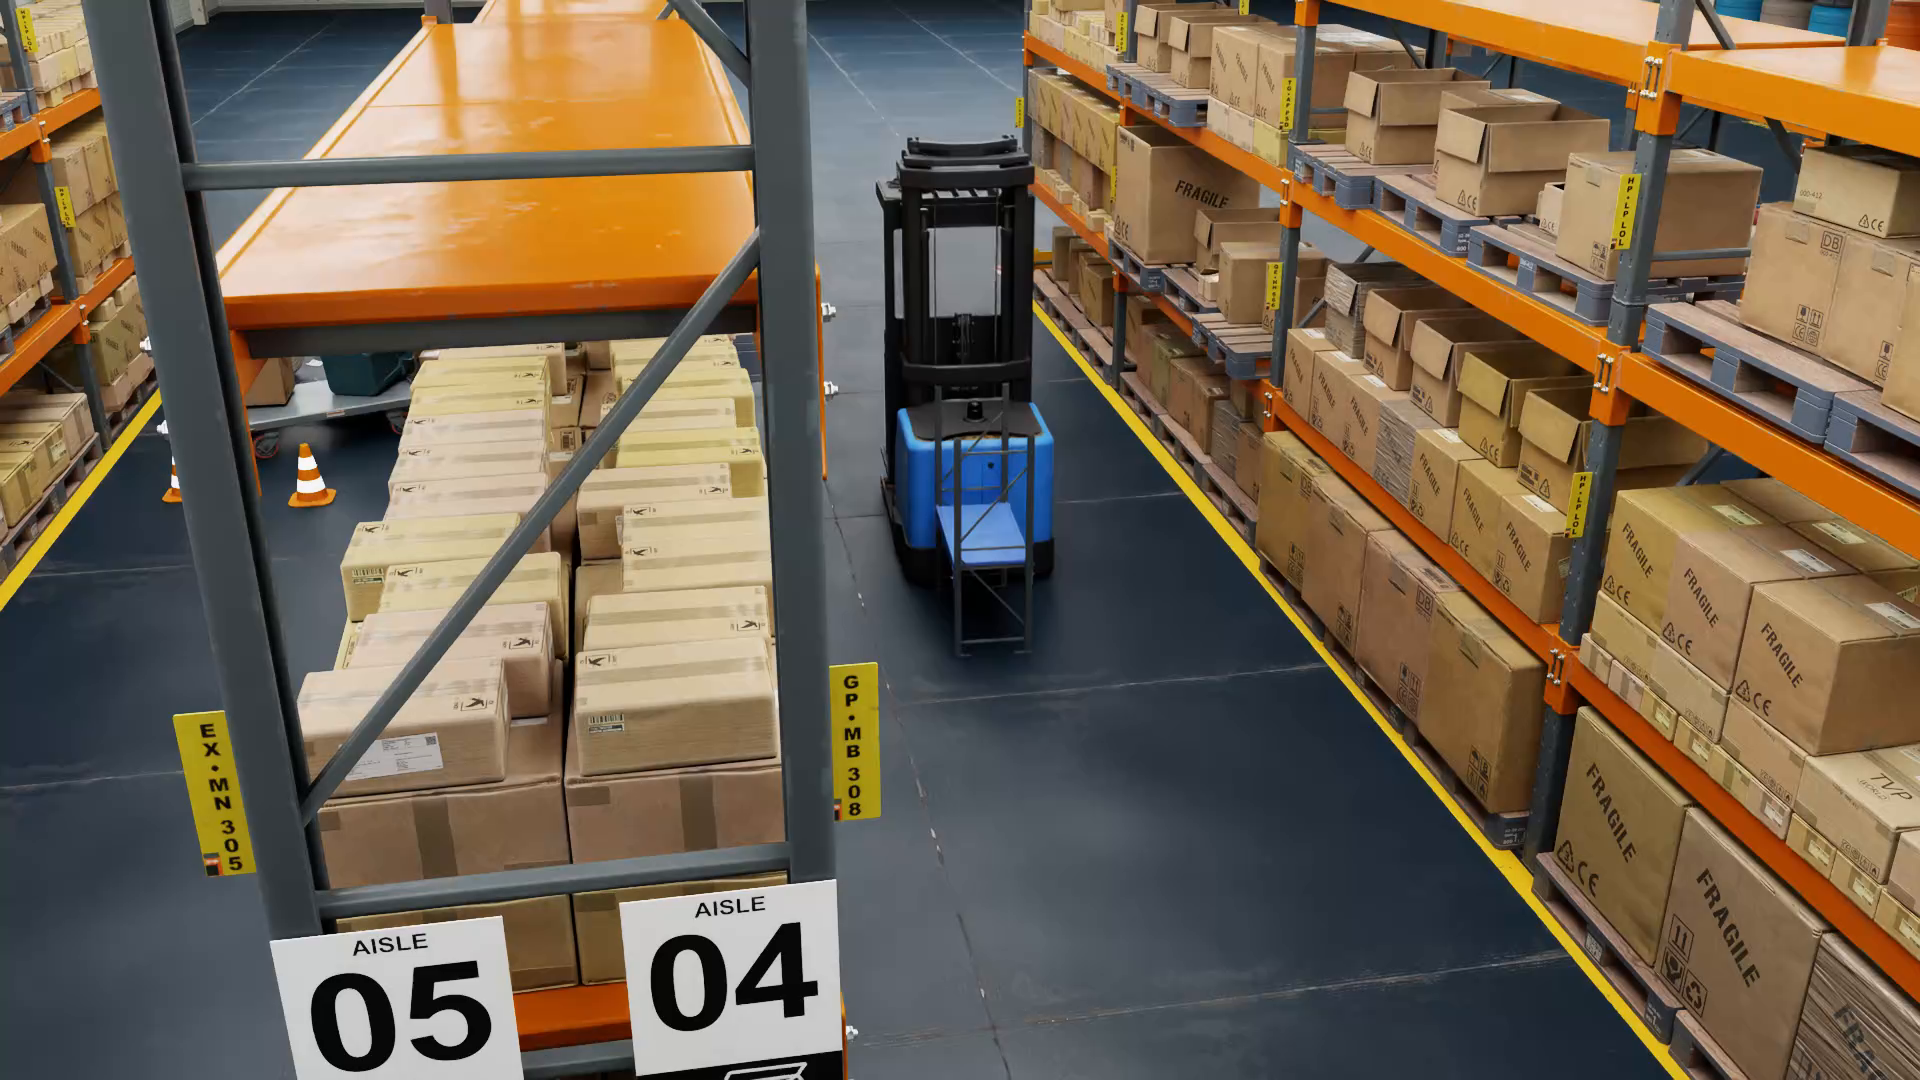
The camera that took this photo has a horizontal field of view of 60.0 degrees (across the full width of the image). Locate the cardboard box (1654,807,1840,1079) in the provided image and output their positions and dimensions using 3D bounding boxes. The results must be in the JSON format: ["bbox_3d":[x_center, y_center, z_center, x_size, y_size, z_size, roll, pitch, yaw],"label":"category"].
[{"bbox_3d":[3.632,1.689,7.008,0.875,0.875,0.875,-4,24,-10],"label":"cardboard box"}]

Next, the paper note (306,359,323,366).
[{"bbox_3d":[-6.395,-1.763,16.505,0.148,0.019,0.142,4,24,9],"label":"paper note"}]

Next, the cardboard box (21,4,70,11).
[{"bbox_3d":[-8.622,-4.968,15.689,0.380,0.149,0.250,-4,24,-10],"label":"cardboard box"}]

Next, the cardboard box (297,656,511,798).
[{"bbox_3d":[-1.081,0.362,3.233,0.380,0.149,0.250,-5,24,-10],"label":"cardboard box"}]

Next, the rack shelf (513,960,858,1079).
[{"bbox_3d":[-1.101,0.357,5.078,1.077,0.370,4.000,-4,24,-10],"label":"rack shelf"}]

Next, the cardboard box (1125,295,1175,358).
[{"bbox_3d":[1.909,-2.066,16.073,0.500,0.500,0.500,-5,24,-11],"label":"cardboard box"}]

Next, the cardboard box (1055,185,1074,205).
[{"bbox_3d":[1.204,-3.590,17.278,0.380,0.149,0.250,-4,24,-10],"label":"cardboard box"}]

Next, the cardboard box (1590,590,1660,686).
[{"bbox_3d":[3.252,0.425,7.588,0.500,0.250,0.500,-5,24,-11],"label":"cardboard box"}]

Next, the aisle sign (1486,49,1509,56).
[{"bbox_3d":[6.350,-6.040,19.327,0.394,0.787,0.004,-4,24,-10],"label":"aisle sign"}]

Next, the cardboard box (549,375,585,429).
[{"bbox_3d":[-1.450,-0.317,5.286,0.500,0.250,0.500,-4,24,-9],"label":"cardboard box"}]

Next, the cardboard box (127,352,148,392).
[{"bbox_3d":[-7.749,-1.519,15.133,0.500,0.250,0.500,-3,24,-7],"label":"cardboard box"}]

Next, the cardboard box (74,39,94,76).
[{"bbox_3d":[-7.792,-4.161,14.340,0.500,0.250,0.500,-4,24,-9],"label":"cardboard box"}]

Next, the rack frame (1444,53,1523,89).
[{"bbox_3d":[6.071,-4.799,19.732,1.000,3.000,0.127,-4,24,-10],"label":"rack frame"}]

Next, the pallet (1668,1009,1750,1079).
[{"bbox_3d":[3.715,2.352,6.844,1.003,0.211,1.213,-4,24,-10],"label":"pallet"}]

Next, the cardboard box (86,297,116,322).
[{"bbox_3d":[-7.604,-2.004,14.497,0.380,0.149,0.250,-4,24,-9],"label":"cardboard box"}]

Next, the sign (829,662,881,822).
[{"bbox_3d":[-0.198,0.373,3.050,0.100,0.325,0.005,-4,24,-10],"label":"sign"}]

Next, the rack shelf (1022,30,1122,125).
[{"bbox_3d":[1.573,-4.690,16.635,1.077,0.370,4.000,-4,24,-10],"label":"rack shelf"}]

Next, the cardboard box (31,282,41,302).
[{"bbox_3d":[-7.398,-1.915,12.920,0.380,0.149,0.250,-5,24,-11],"label":"cardboard box"}]

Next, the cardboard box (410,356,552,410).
[{"bbox_3d":[-1.459,-0.449,5.090,0.380,0.149,0.250,-3,24,-7],"label":"cardboard box"}]

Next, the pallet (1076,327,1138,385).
[{"bbox_3d":[1.784,-1.842,16.447,1.003,0.211,1.213,-4,24,-10],"label":"pallet"}]

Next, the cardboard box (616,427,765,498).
[{"bbox_3d":[-0.726,-0.187,4.490,0.380,0.149,0.250,-4,24,-8],"label":"cardboard box"}]

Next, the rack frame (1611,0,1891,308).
[{"bbox_3d":[3.423,-2.461,6.884,1.000,3.000,0.127,-4,24,-10],"label":"rack frame"}]

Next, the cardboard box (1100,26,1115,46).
[{"bbox_3d":[1.508,-4.658,15.351,0.380,0.149,0.250,-6,24,-12],"label":"cardboard box"}]

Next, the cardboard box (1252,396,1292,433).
[{"bbox_3d":[2.530,-0.946,12.548,0.500,0.250,0.500,-3,24,-8],"label":"cardboard box"}]

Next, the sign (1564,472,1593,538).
[{"bbox_3d":[2.891,-0.162,7.768,0.100,0.325,0.005,-4,24,-10],"label":"sign"}]

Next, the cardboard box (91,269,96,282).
[{"bbox_3d":[-7.637,-2.253,14.218,0.380,0.149,0.250,-4,24,-8],"label":"cardboard box"}]

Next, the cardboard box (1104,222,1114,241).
[{"bbox_3d":[1.578,-2.905,15.711,0.380,0.149,0.250,-4,24,-10],"label":"cardboard box"}]

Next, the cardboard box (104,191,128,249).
[{"bbox_3d":[-7.799,-2.895,14.877,0.500,0.500,0.500,-5,24,-10],"label":"cardboard box"}]

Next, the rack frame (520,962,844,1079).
[{"bbox_3d":[-0.731,2.189,3.733,1.000,3.000,0.127,-4,24,-10],"label":"rack frame"}]

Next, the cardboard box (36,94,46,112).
[{"bbox_3d":[-7.611,-3.527,13.386,0.380,0.149,0.250,-5,24,-11],"label":"cardboard box"}]

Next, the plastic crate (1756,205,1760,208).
[{"bbox_3d":[7.321,-2.807,15.192,0.392,0.384,0.575,-4,24,-10],"label":"plastic crate"}]

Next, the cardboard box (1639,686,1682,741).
[{"bbox_3d":[3.248,0.751,7.339,0.380,0.149,0.250,-4,24,-8],"label":"cardboard box"}]

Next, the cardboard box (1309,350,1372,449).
[{"bbox_3d":[2.603,-0.917,10.720,0.500,0.500,0.500,-5,24,-11],"label":"cardboard box"}]

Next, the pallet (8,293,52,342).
[{"bbox_3d":[-7.797,-1.726,12.936,1.003,0.211,1.213,-4,24,-10],"label":"pallet"}]

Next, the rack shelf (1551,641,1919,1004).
[{"bbox_3d":[3.792,1.404,6.428,1.077,0.370,4.000,-4,24,-10],"label":"rack shelf"}]

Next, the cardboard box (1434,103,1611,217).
[{"bbox_3d":[3.082,-2.098,9.146,0.797,0.503,0.637,-5,24,-10],"label":"cardboard box"}]

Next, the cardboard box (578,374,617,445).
[{"bbox_3d":[-0.950,-0.347,5.353,0.500,0.250,0.500,-3,24,-8],"label":"cardboard box"}]

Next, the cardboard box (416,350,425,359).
[{"bbox_3d":[-5.723,-2.051,16.560,0.637,0.503,0.797,18,29,36],"label":"cardboard box"}]

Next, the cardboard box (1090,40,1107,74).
[{"bbox_3d":[1.516,-4.531,15.558,0.500,0.250,0.500,-4,24,-8],"label":"cardboard box"}]

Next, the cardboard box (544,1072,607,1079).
[{"bbox_3d":[-1.060,1.387,3.823,0.500,0.500,0.500,-5,24,-11],"label":"cardboard box"}]

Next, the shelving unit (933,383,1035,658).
[{"bbox_3d":[0.146,-0.146,10.952,0.538,1.500,1.048,-3,24,-7],"label":"shelving unit"}]

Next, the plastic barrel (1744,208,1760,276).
[{"bbox_3d":[6.908,-2.606,14.543,0.433,0.535,0.433,0,24,0],"label":"plastic barrel"}]

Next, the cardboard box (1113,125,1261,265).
[{"bbox_3d":[1.953,-3.003,14.347,1.000,1.000,1.000,-4,24,-9],"label":"cardboard box"}]

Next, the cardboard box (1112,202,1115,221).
[{"bbox_3d":[1.921,-3.222,15.626,0.875,0.500,0.500,-4,24,-10],"label":"cardboard box"}]

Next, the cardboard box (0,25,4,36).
[{"bbox_3d":[-8.277,-4.267,14.085,0.380,0.149,0.250,-5,24,-11],"label":"cardboard box"}]

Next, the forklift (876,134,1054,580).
[{"bbox_3d":[-0.039,-1.621,12.541,1.130,2.935,3.031,-3,24,-7],"label":"forklift"}]

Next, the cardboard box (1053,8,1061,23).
[{"bbox_3d":[1.169,-5.387,17.022,0.380,0.149,0.250,-4,24,-10],"label":"cardboard box"}]

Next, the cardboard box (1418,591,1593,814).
[{"bbox_3d":[3.285,0.819,8.999,1.225,0.875,0.875,-4,24,-10],"label":"cardboard box"}]

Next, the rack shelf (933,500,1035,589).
[{"bbox_3d":[0.146,0.019,11.024,0.538,0.185,1.000,-3,24,-7],"label":"rack shelf"}]

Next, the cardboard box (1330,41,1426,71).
[{"bbox_3d":[2.849,-3.139,11.434,0.500,0.500,0.500,-4,24,-9],"label":"cardboard box"}]

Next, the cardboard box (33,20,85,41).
[{"bbox_3d":[-7.828,-4.406,14.404,0.380,0.149,0.250,-5,24,-11],"label":"cardboard box"}]

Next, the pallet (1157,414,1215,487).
[{"bbox_3d":[2.318,-0.794,14.046,1.003,0.211,1.213,-4,24,-10],"label":"pallet"}]

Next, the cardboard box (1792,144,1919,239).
[{"bbox_3d":[3.590,-1.344,6.362,0.500,0.250,0.500,-6,24,-13],"label":"cardboard box"}]

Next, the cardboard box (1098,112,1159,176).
[{"bbox_3d":[1.590,-3.656,15.369,0.500,0.500,0.500,-4,24,-10],"label":"cardboard box"}]
